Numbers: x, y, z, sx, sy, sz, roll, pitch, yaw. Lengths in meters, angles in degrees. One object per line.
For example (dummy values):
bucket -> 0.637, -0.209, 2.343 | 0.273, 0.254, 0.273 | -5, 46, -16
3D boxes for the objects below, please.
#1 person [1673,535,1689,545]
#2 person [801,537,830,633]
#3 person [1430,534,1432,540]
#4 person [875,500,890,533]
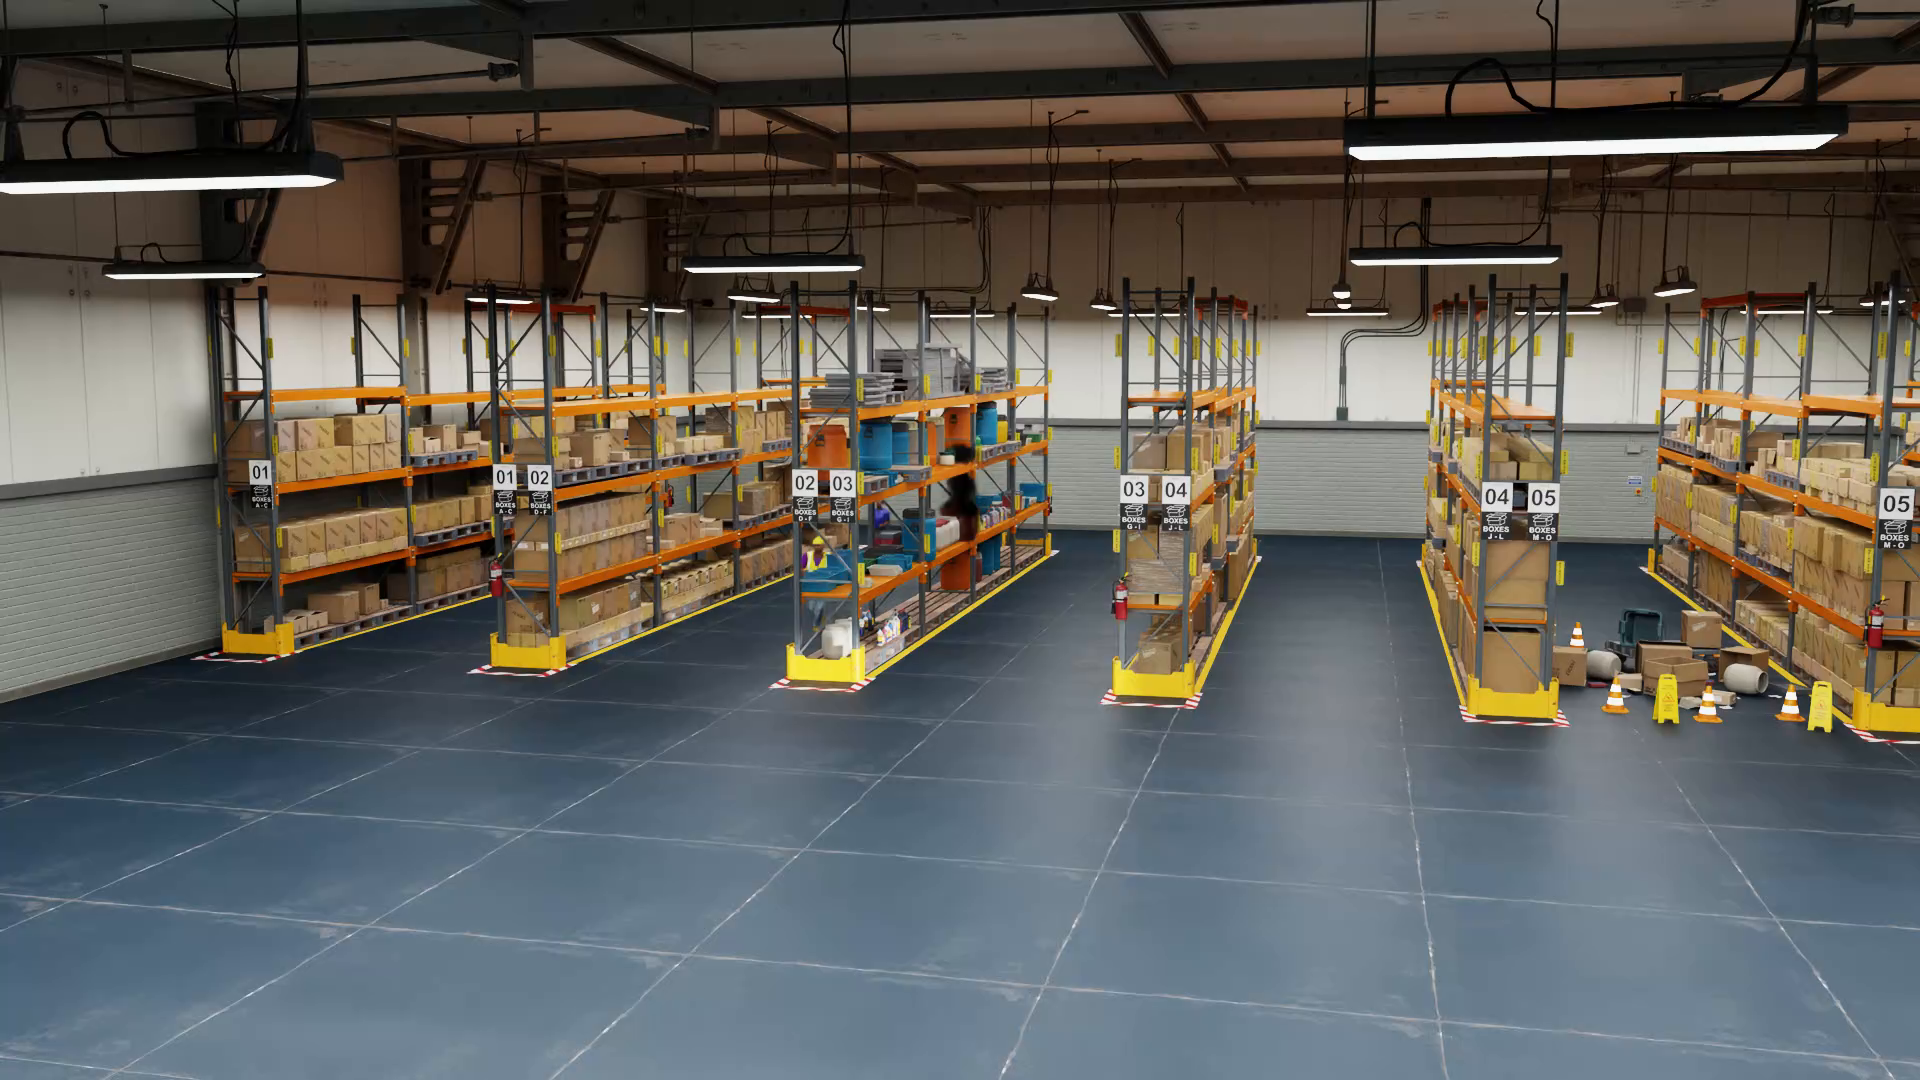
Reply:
person -> 16.703, -0.215, 38.080 | 0.703, 1.833, 0.656 | 3, 7, 26
person -> -2.506, 0.782, 29.450 | 0.700, 1.700, 0.578 | 1, 7, 6
person -> 11.482, -0.313, 39.477 | 0.815, 1.644, 0.652 | -1, 7, -12
person -> -1.829, -0.131, 37.816 | 0.485, 1.657, 0.803 | 1, 7, 4
